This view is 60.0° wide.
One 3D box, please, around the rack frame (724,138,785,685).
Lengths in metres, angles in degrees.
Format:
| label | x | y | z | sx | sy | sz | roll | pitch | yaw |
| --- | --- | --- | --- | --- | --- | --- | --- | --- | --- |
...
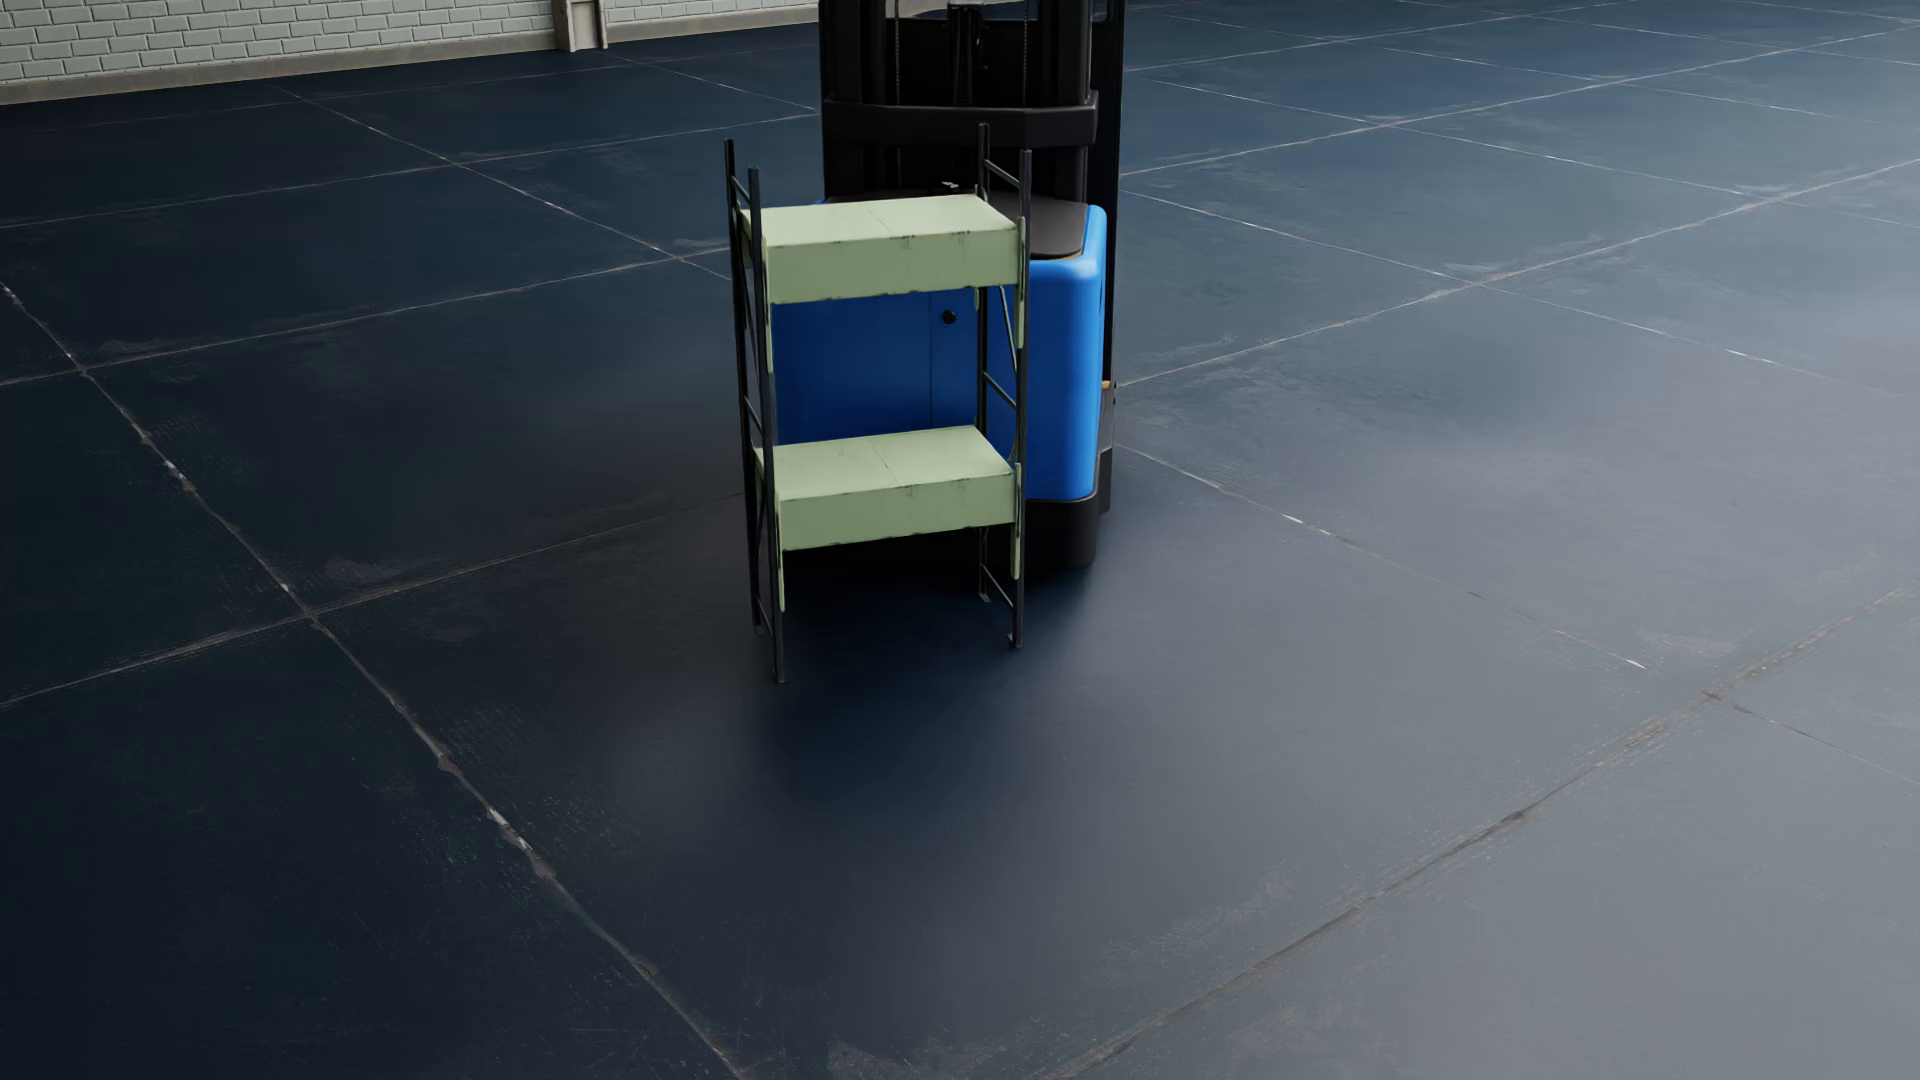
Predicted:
| label | x | y | z | sx | sy | sz | roll | pitch | yaw |
| --- | --- | --- | --- | --- | --- | --- | --- | --- | --- |
| rack frame | -0.578 | -0.340 | 4.701 | 0.023 | 1.500 | 0.400 | -7 | 26 | -15 |

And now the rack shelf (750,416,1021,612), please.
| label | x | y | z | sx | sy | sz | roll | pitch | yaw |
| --- | --- | --- | --- | --- | --- | --- | --- | --- | --- |
| rack shelf | -0.228 | -0.089 | 4.936 | 0.720 | 0.370 | 0.431 | -7 | 26 | -15 |

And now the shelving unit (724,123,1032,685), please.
| label | x | y | z | sx | sy | sz | roll | pitch | yaw |
| --- | --- | --- | --- | --- | --- | --- | --- | --- | --- |
| shelving unit | -0.228 | -0.385 | 4.798 | 0.755 | 1.500 | 0.431 | -7 | 26 | -15 |

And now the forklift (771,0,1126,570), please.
| label | x | y | z | sx | sy | sz | roll | pitch | yaw |
| --- | --- | --- | --- | --- | --- | --- | --- | --- | --- |
| forklift | 0.068 | -1.819 | 6.188 | 1.130 | 2.935 | 3.031 | 3 | 25 | 5 |

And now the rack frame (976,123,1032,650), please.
| label | x | y | z | sx | sy | sz | roll | pitch | yaw |
| --- | --- | --- | --- | --- | --- | --- | --- | --- | --- |
| rack frame | 0.122 | -0.430 | 4.895 | 0.023 | 1.500 | 0.400 | -7 | 26 | -15 |

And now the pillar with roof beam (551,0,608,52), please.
| label | x | y | z | sx | sy | sz | roll | pitch | yaw |
| --- | --- | --- | --- | --- | --- | --- | --- | --- | --- |
| pillar with roof beam | -0.950 | -7.351 | 10.900 | 0.400 | 9.000 | 9.100 | -18 | 31 | -34 |

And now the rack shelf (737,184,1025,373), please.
| label | x | y | z | sx | sy | sz | roll | pitch | yaw |
| --- | --- | --- | --- | --- | --- | --- | --- | --- | --- |
| rack shelf | -0.228 | -0.739 | 4.634 | 0.720 | 0.370 | 0.431 | -7 | 26 | -15 |
